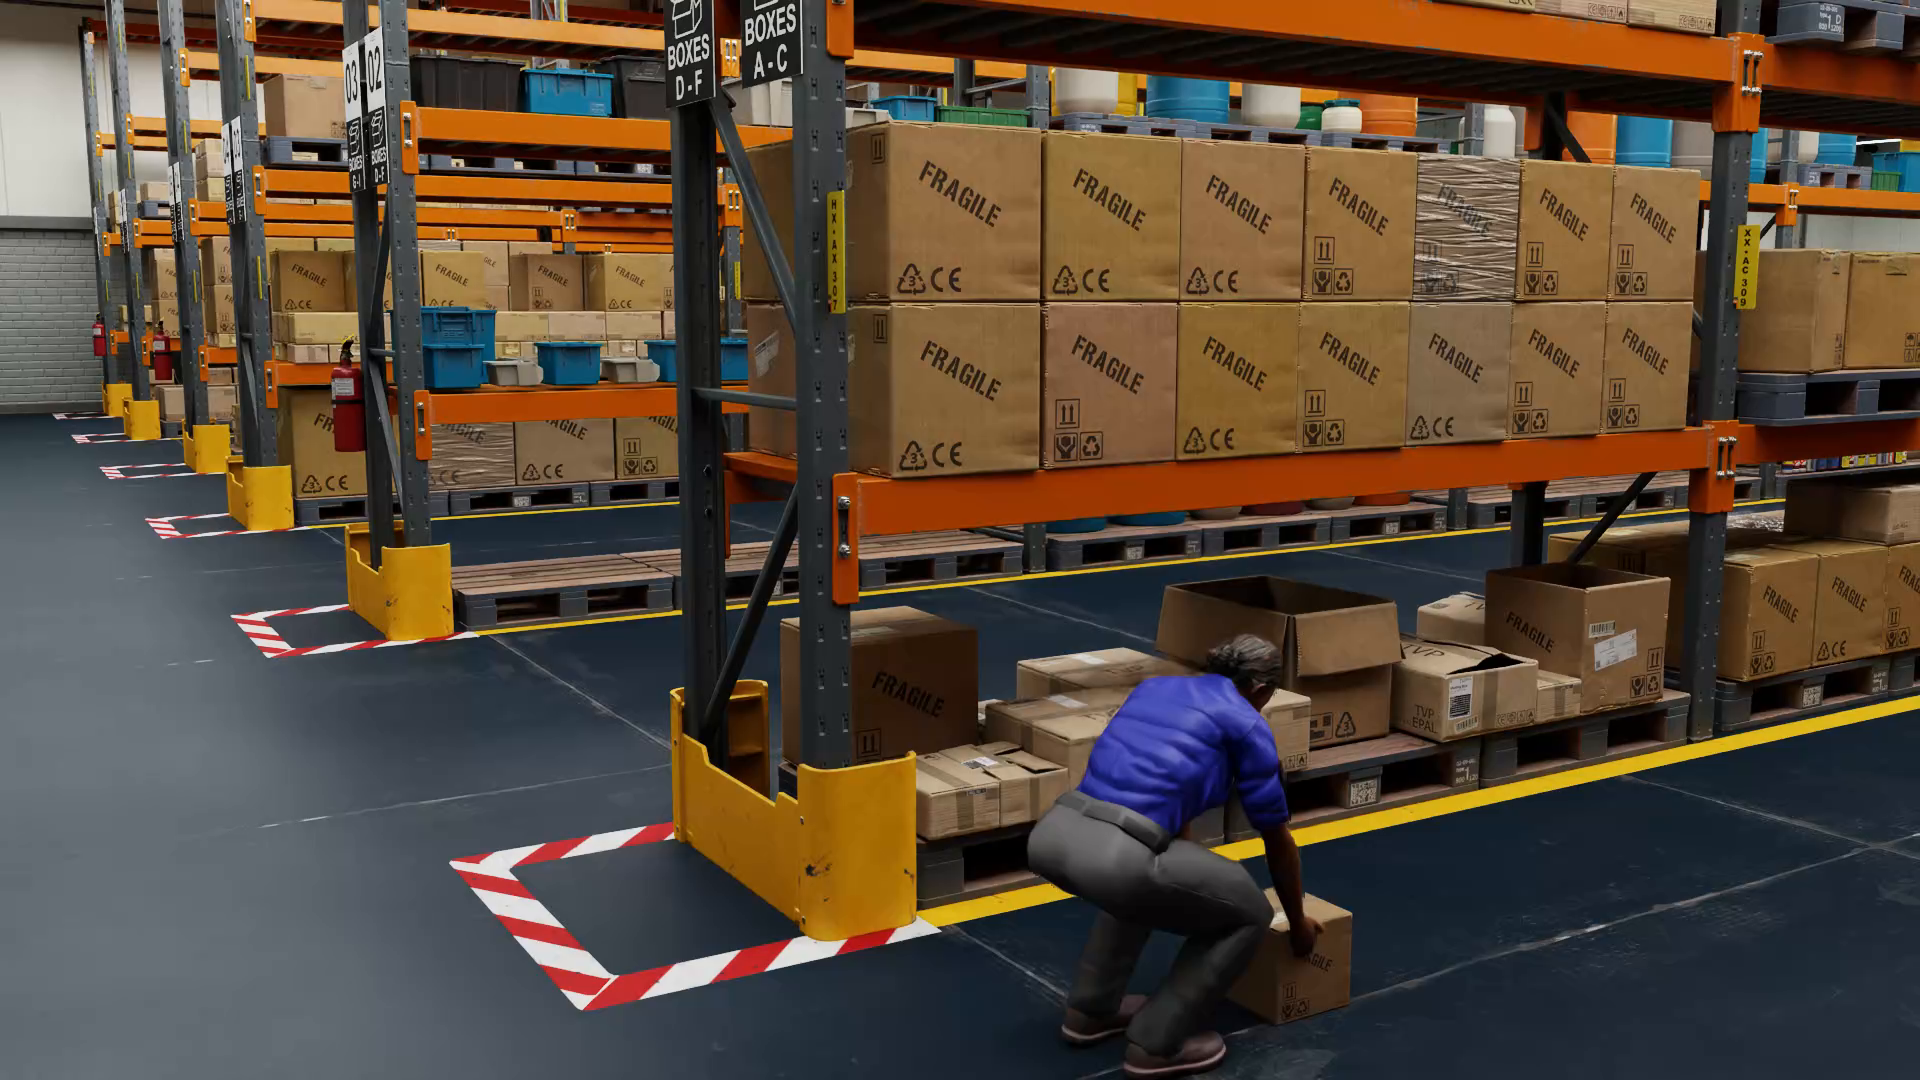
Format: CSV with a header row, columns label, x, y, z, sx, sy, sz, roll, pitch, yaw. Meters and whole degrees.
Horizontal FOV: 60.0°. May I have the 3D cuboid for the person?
label,x,y,z,sx,sy,sz,roll,pitch,yaw
person,0.512,0.750,4.070,0.783,0.977,0.486,-6,10,-36
